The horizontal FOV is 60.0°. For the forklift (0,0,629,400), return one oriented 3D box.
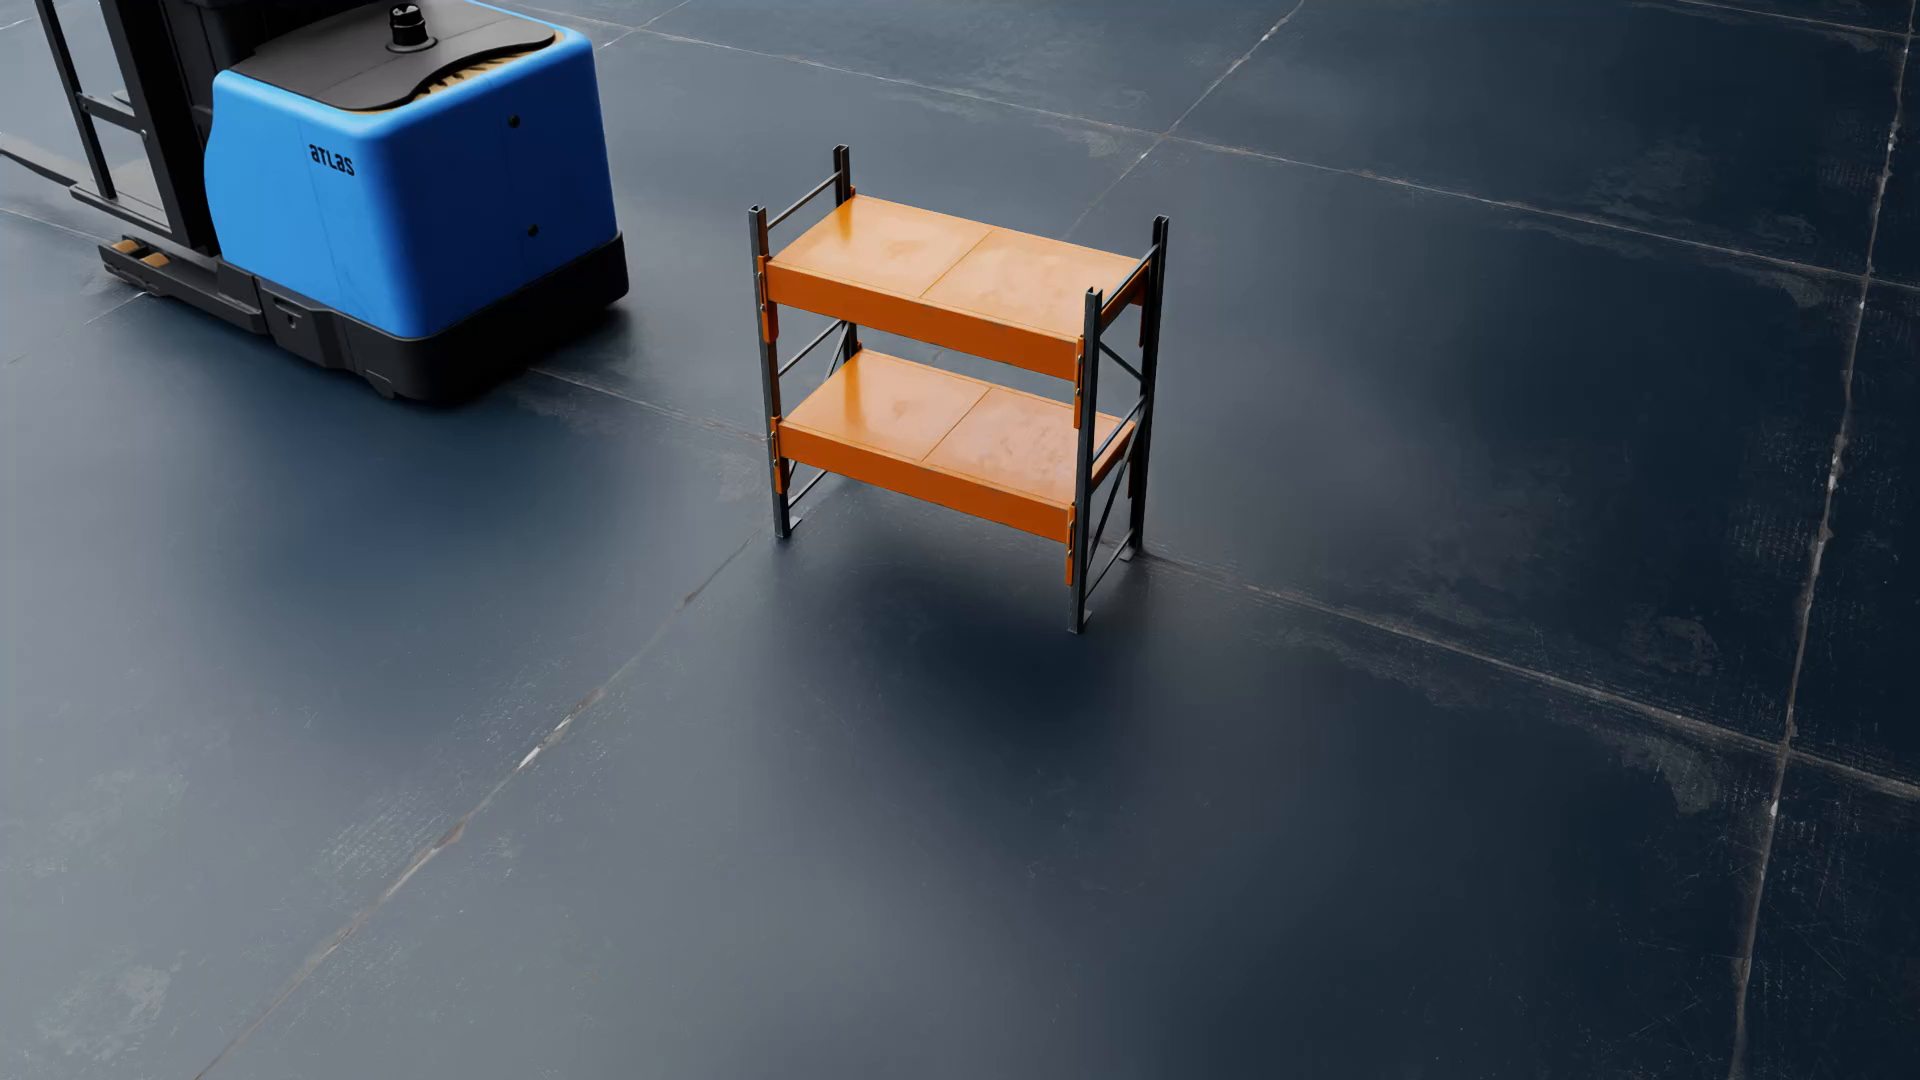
[{"bbox_3d":[-2.772,-2.355,5.928,3.031,2.935,1.130,23,43,27],"label":"forklift"}]

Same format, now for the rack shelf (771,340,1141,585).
[{"bbox_3d":[-0.006,-0.255,5.060,1.000,0.278,0.538,17,41,21],"label":"rack shelf"}]

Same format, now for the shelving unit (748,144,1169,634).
[{"bbox_3d":[-0.006,-0.450,4.912,1.048,1.125,0.538,17,41,21],"label":"shelving unit"}]

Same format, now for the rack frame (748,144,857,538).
[{"bbox_3d":[-0.457,-0.591,5.099,0.032,1.125,0.500,17,41,21],"label":"rack frame"}]

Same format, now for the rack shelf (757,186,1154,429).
[{"bbox_3d":[-0.006,-0.683,4.735,1.000,0.278,0.538,17,41,21],"label":"rack shelf"}]

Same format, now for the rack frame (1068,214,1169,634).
[{"bbox_3d":[0.445,-0.309,4.726,0.032,1.125,0.500,17,41,21],"label":"rack frame"}]
